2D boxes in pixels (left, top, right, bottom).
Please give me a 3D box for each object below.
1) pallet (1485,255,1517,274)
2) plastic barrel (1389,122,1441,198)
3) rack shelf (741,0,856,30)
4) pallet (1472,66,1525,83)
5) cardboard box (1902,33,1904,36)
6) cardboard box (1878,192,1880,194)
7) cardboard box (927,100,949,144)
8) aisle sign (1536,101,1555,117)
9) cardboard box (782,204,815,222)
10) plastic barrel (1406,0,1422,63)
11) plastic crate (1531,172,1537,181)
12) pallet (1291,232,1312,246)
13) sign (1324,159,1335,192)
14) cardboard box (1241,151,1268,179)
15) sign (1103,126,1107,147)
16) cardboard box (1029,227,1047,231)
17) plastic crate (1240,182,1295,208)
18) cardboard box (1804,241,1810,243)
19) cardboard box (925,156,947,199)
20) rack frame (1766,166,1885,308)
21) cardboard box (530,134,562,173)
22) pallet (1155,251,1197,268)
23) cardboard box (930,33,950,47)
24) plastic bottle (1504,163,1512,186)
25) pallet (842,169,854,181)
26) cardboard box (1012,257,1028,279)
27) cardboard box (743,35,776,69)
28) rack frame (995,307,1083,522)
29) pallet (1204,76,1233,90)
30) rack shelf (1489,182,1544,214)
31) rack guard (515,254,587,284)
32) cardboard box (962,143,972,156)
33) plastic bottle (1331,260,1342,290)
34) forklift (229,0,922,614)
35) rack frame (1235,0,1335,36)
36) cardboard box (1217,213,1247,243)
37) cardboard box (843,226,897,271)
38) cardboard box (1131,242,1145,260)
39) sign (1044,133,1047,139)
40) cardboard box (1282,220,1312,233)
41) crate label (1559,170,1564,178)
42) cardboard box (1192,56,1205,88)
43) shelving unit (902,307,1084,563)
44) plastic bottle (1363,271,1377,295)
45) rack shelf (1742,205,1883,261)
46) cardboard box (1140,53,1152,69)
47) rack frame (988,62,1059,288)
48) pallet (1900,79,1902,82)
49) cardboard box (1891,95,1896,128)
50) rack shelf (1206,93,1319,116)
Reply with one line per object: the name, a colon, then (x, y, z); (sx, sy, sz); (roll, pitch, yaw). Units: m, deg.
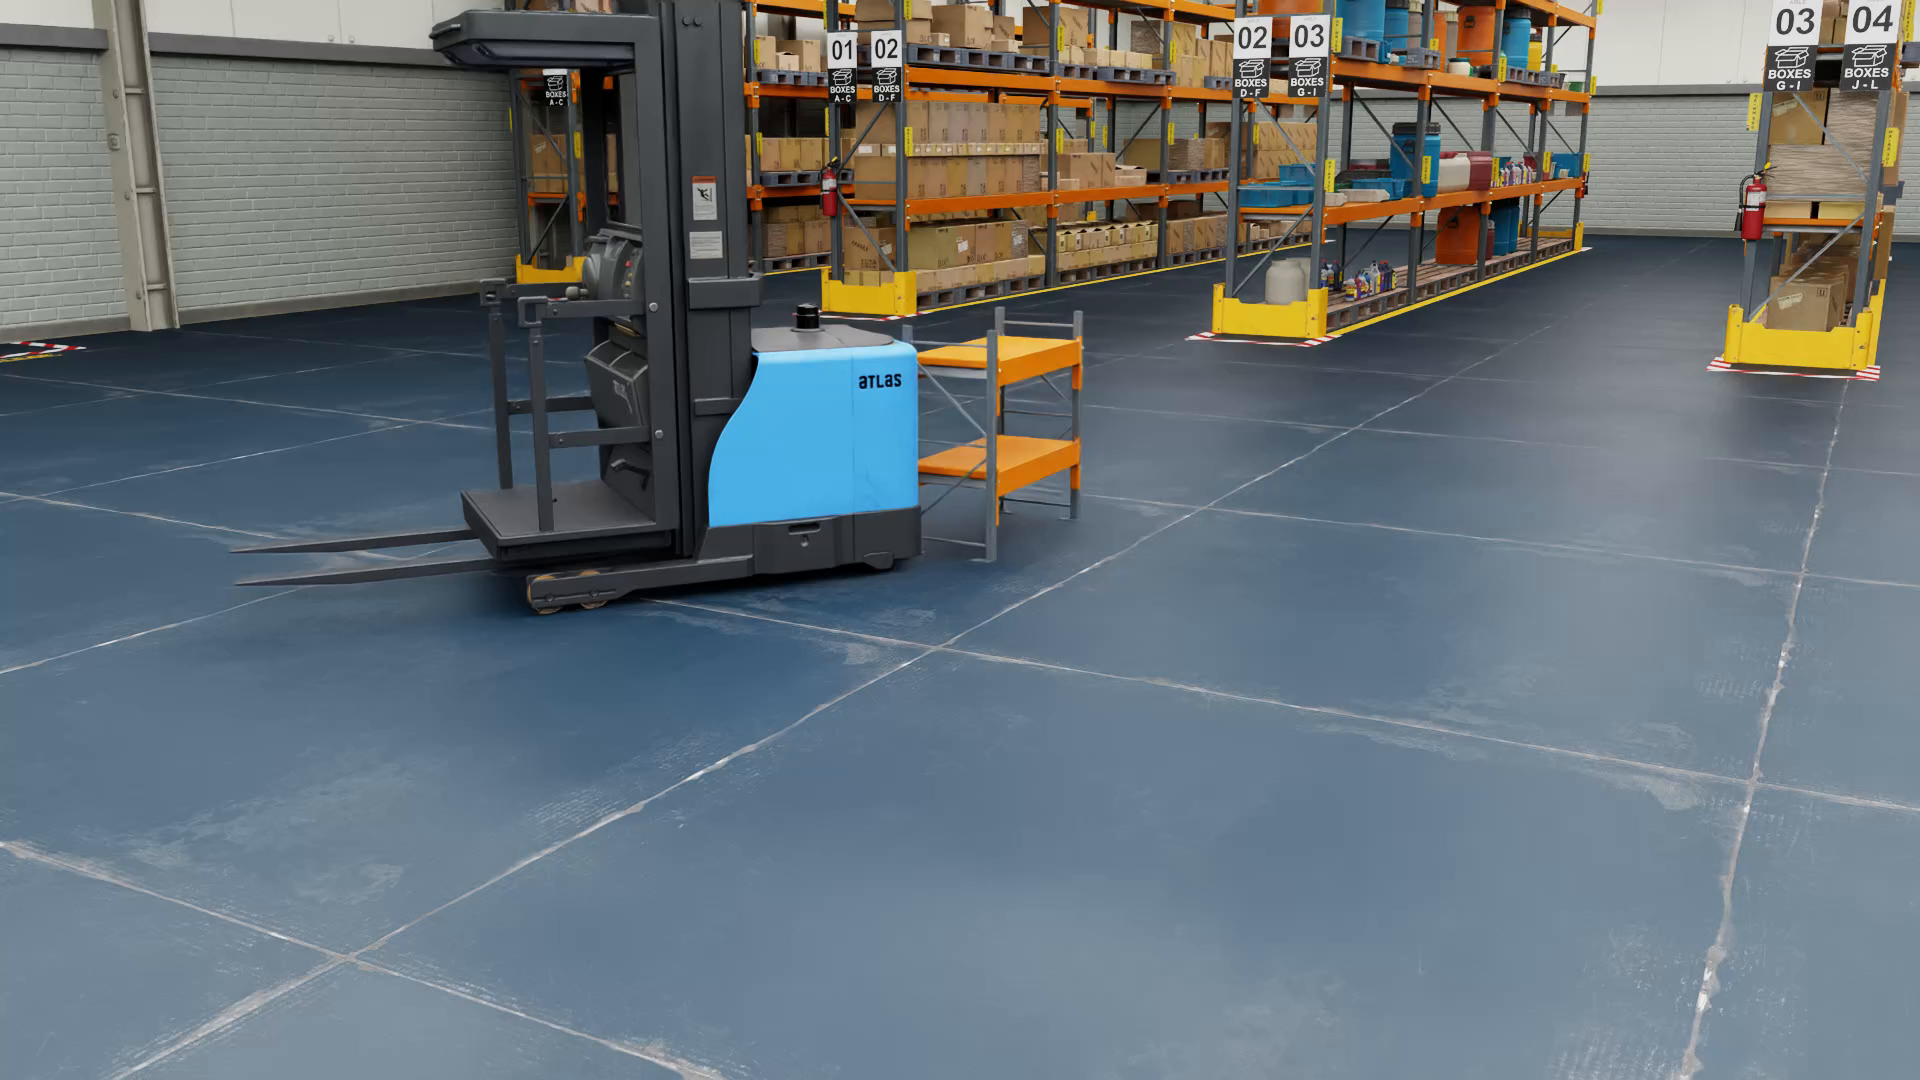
pallet: (8.065, -4.317, 25.989); (1.003, 0.211, 1.213); (7, 15, 28)
plastic barrel: (5.647, -4.725, 20.661); (0.600, 0.901, 0.708); (7, 15, 28)
rack shelf: (-2.510, -8.341, 26.319); (1.077, 0.370, 4.000); (7, 15, 28)
pallet: (7.584, -6.769, 24.213); (1.003, 0.211, 1.213); (7, 15, 28)
cardboard box: (10.962, -6.113, 19.809); (0.500, 0.500, 0.500); (8, 16, 29)
cardboard box: (9.685, -3.675, 17.914); (0.380, 0.149, 0.250); (7, 15, 28)
cardboard box: (-0.561, -5.070, 20.183); (0.700, 0.500, 0.500); (7, 15, 27)
aisle sign: (10.771, -8.210, 30.641); (0.394, 0.787, 0.004); (7, 15, 28)
cardboard box: (-2.678, -5.272, 26.798); (0.500, 0.250, 0.500); (7, 15, 26)
plastic barrel: (5.567, -6.401, 21.214); (0.600, 0.901, 0.600); (0, 14, 0)
plastic crate: (9.413, -6.057, 27.694); (0.396, 0.136, 0.243); (7, 15, 28)
pallet: (6.241, -5.925, 32.660); (1.003, 0.211, 1.213); (7, 15, 28)
sign: (3.741, -3.687, 16.835); (0.100, 0.325, 0.005); (7, 15, 28)
cardboard box: (5.213, -6.761, 29.966); (0.500, 0.500, 0.500); (8, 16, 30)
sign: (2.315, -6.402, 26.389); (0.100, 0.325, 0.005); (7, 15, 28)
cardboard box: (1.052, -4.361, 23.997); (0.500, 0.311, 0.500); (8, 16, 30)
plastic crate: (3.242, -3.680, 17.713); (0.499, 0.251, 0.616); (7, 15, 28)
cardboard box: (11.158, -3.554, 21.271); (0.700, 0.500, 0.500); (6, 15, 25)
cardboard box: (-0.586, -4.428, 20.289); (0.700, 0.500, 0.500); (8, 16, 29)
rack frame: (9.531, -3.875, 18.206); (1.000, 3.000, 0.127); (7, 15, 28)
cardboard box: (-5.369, -5.160, 22.213); (0.500, 0.500, 0.500); (7, 15, 27)
pallet: (3.189, -4.612, 27.213); (1.003, 0.211, 1.213); (7, 15, 28)
cardboard box: (-0.350, -6.007, 19.991); (0.380, 0.149, 0.250); (7, 15, 28)
plastic bottle: (8.372, -5.602, 25.474); (0.144, 0.351, 0.185); (7, 15, 28)
pallet: (-1.795, -6.127, 27.959); (1.213, 0.211, 1.003); (7, 15, 28)
cardboard box: (0.578, -3.644, 22.219); (0.500, 0.250, 0.500); (7, 15, 28)
cardboard box: (-3.143, -7.372, 25.204); (0.500, 0.500, 0.500); (10, 17, 36)
rack frame: (0.418, -0.676, 8.939); (0.500, 1.125, 0.032); (7, 15, 27)
pallet: (3.853, -7.667, 27.937); (1.213, 0.211, 1.003); (7, 15, 28)
rack shelf: (8.096, -5.317, 25.724); (1.077, 0.370, 4.000); (7, 15, 28)
rack guard: (-5.374, -3.538, 22.143); (1.175, 0.500, 0.348); (7, 15, 28)
cardboard box: (-0.074, -4.862, 20.702); (0.380, 0.149, 0.250); (7, 15, 27)
plastic bottle: (4.568, -3.227, 20.232); (0.144, 0.351, 0.185); (7, 15, 28)
forklift: (-1.745, -1.246, 7.446); (3.031, 2.935, 1.130); (-6, 15, -24)
rack frame: (3.262, -6.532, 16.426); (1.000, 3.000, 0.127); (7, 15, 28)
cardboard box: (4.741, -5.504, 29.359); (0.500, 0.500, 0.500); (7, 15, 28)
cardboard box: (-1.074, -3.553, 20.242); (0.500, 0.500, 0.500); (7, 15, 28)
cardboard box: (2.508, -4.444, 25.539); (0.500, 0.250, 0.500); (7, 15, 27)
sign: (1.841, -8.544, 35.556); (0.100, 0.325, 0.005); (7, 15, 28)
cardboard box: (6.615, -6.319, 32.739); (0.500, 0.500, 0.500); (7, 15, 28)
crate label: (10.495, -6.493, 29.502); (0.396, 0.136, 0.243); (7, 15, 28)
cardboard box: (3.474, -7.630, 27.169); (0.910, 0.500, 0.500); (7, 15, 28)
shelving unit: (0.184, -0.571, 8.500); (0.538, 1.125, 1.048); (7, 15, 27)
plastic bottle: (4.805, -3.022, 19.543); (0.152, 0.276, 0.135); (8, 16, 29)
rack shelf: (8.564, -3.115, 16.588); (1.077, 0.370, 4.000); (7, 15, 28)
cardboard box: (2.625, -7.309, 25.473); (0.500, 0.250, 0.500); (6, 15, 24)
rack frame: (0.861, -4.998, 22.864); (1.000, 3.000, 0.127); (7, 15, 28)
pallet: (13.803, -7.098, 25.364); (1.003, 0.211, 1.213); (7, 15, 28)
cardboard box: (9.071, -4.225, 16.678); (0.500, 0.500, 0.500); (7, 15, 28)
rack shelf: (5.695, -8.158, 31.107); (1.077, 0.370, 4.000); (7, 15, 28)
